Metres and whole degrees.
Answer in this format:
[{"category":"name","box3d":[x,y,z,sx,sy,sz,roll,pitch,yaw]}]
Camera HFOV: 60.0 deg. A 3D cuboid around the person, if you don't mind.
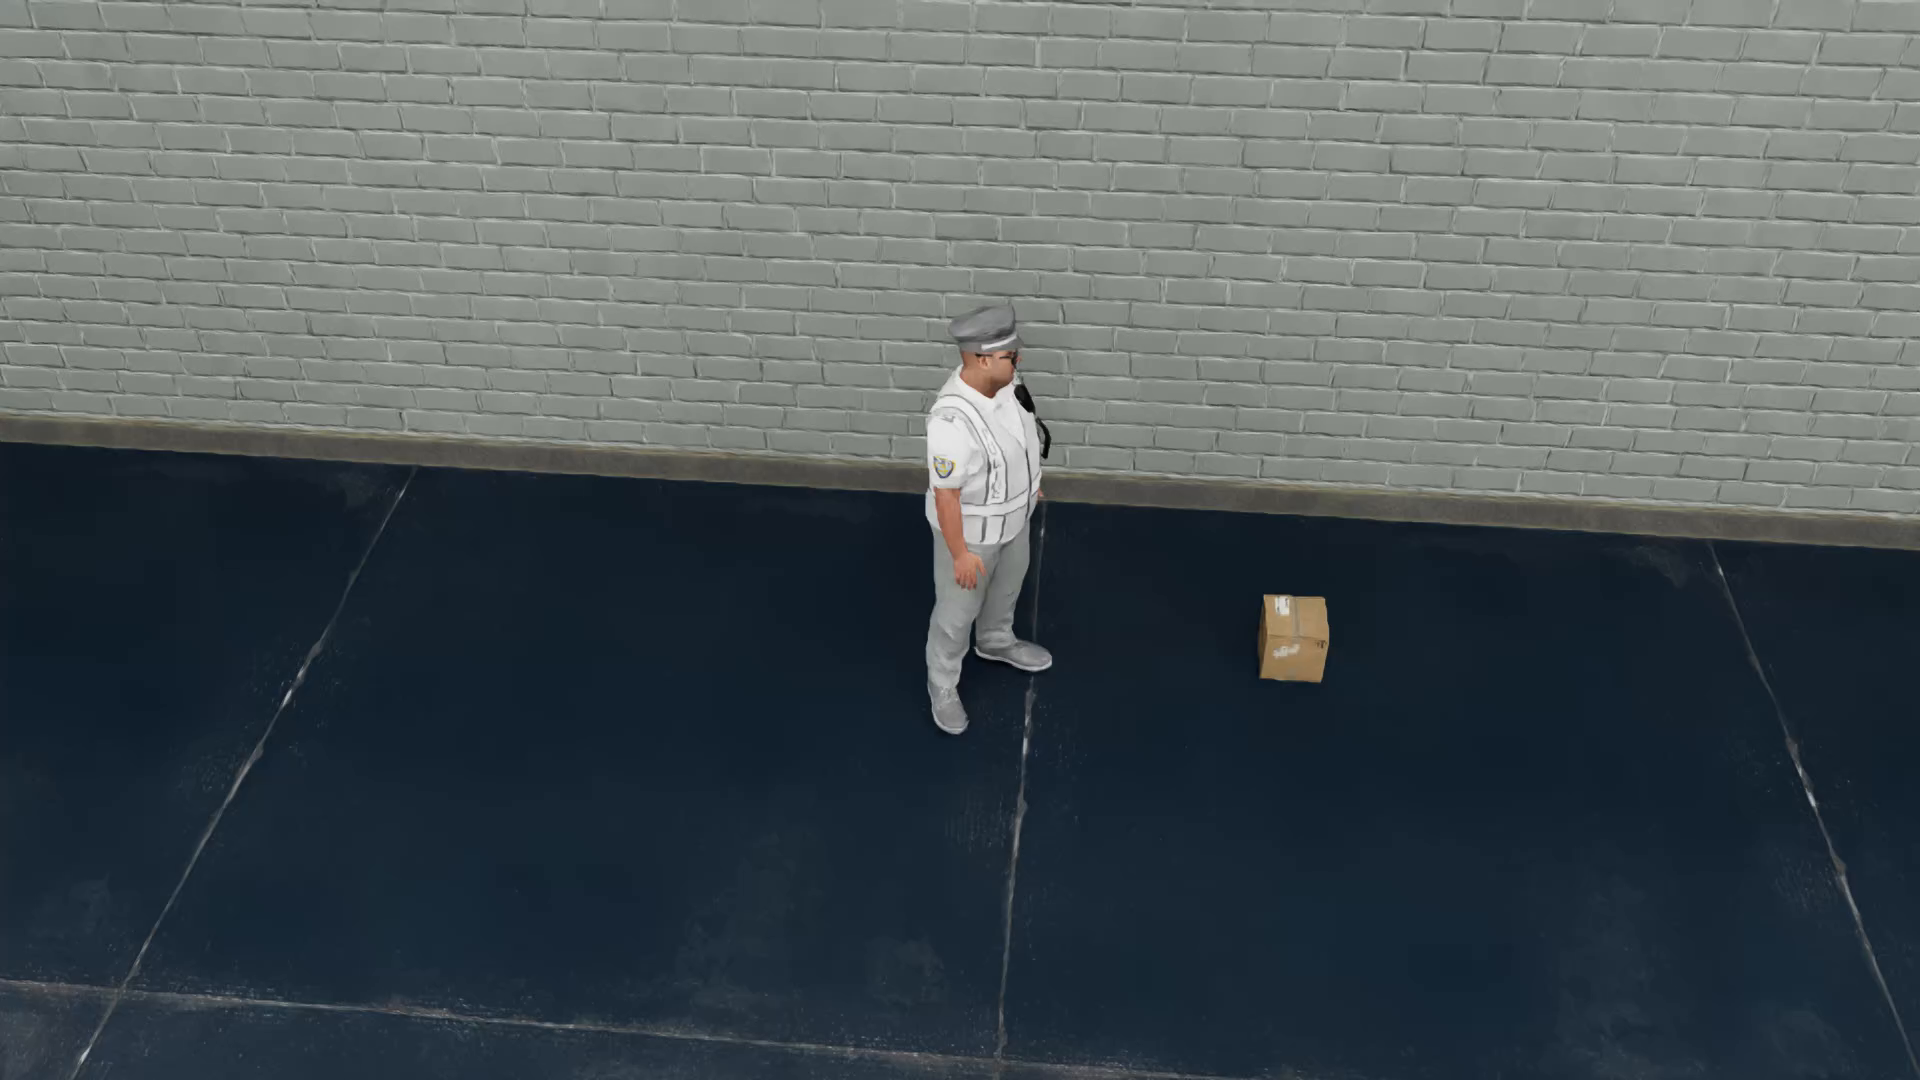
[{"category":"person","box3d":[0.093,-0.099,6.226,0.408,1.765,0.655,21,44,23]}]
